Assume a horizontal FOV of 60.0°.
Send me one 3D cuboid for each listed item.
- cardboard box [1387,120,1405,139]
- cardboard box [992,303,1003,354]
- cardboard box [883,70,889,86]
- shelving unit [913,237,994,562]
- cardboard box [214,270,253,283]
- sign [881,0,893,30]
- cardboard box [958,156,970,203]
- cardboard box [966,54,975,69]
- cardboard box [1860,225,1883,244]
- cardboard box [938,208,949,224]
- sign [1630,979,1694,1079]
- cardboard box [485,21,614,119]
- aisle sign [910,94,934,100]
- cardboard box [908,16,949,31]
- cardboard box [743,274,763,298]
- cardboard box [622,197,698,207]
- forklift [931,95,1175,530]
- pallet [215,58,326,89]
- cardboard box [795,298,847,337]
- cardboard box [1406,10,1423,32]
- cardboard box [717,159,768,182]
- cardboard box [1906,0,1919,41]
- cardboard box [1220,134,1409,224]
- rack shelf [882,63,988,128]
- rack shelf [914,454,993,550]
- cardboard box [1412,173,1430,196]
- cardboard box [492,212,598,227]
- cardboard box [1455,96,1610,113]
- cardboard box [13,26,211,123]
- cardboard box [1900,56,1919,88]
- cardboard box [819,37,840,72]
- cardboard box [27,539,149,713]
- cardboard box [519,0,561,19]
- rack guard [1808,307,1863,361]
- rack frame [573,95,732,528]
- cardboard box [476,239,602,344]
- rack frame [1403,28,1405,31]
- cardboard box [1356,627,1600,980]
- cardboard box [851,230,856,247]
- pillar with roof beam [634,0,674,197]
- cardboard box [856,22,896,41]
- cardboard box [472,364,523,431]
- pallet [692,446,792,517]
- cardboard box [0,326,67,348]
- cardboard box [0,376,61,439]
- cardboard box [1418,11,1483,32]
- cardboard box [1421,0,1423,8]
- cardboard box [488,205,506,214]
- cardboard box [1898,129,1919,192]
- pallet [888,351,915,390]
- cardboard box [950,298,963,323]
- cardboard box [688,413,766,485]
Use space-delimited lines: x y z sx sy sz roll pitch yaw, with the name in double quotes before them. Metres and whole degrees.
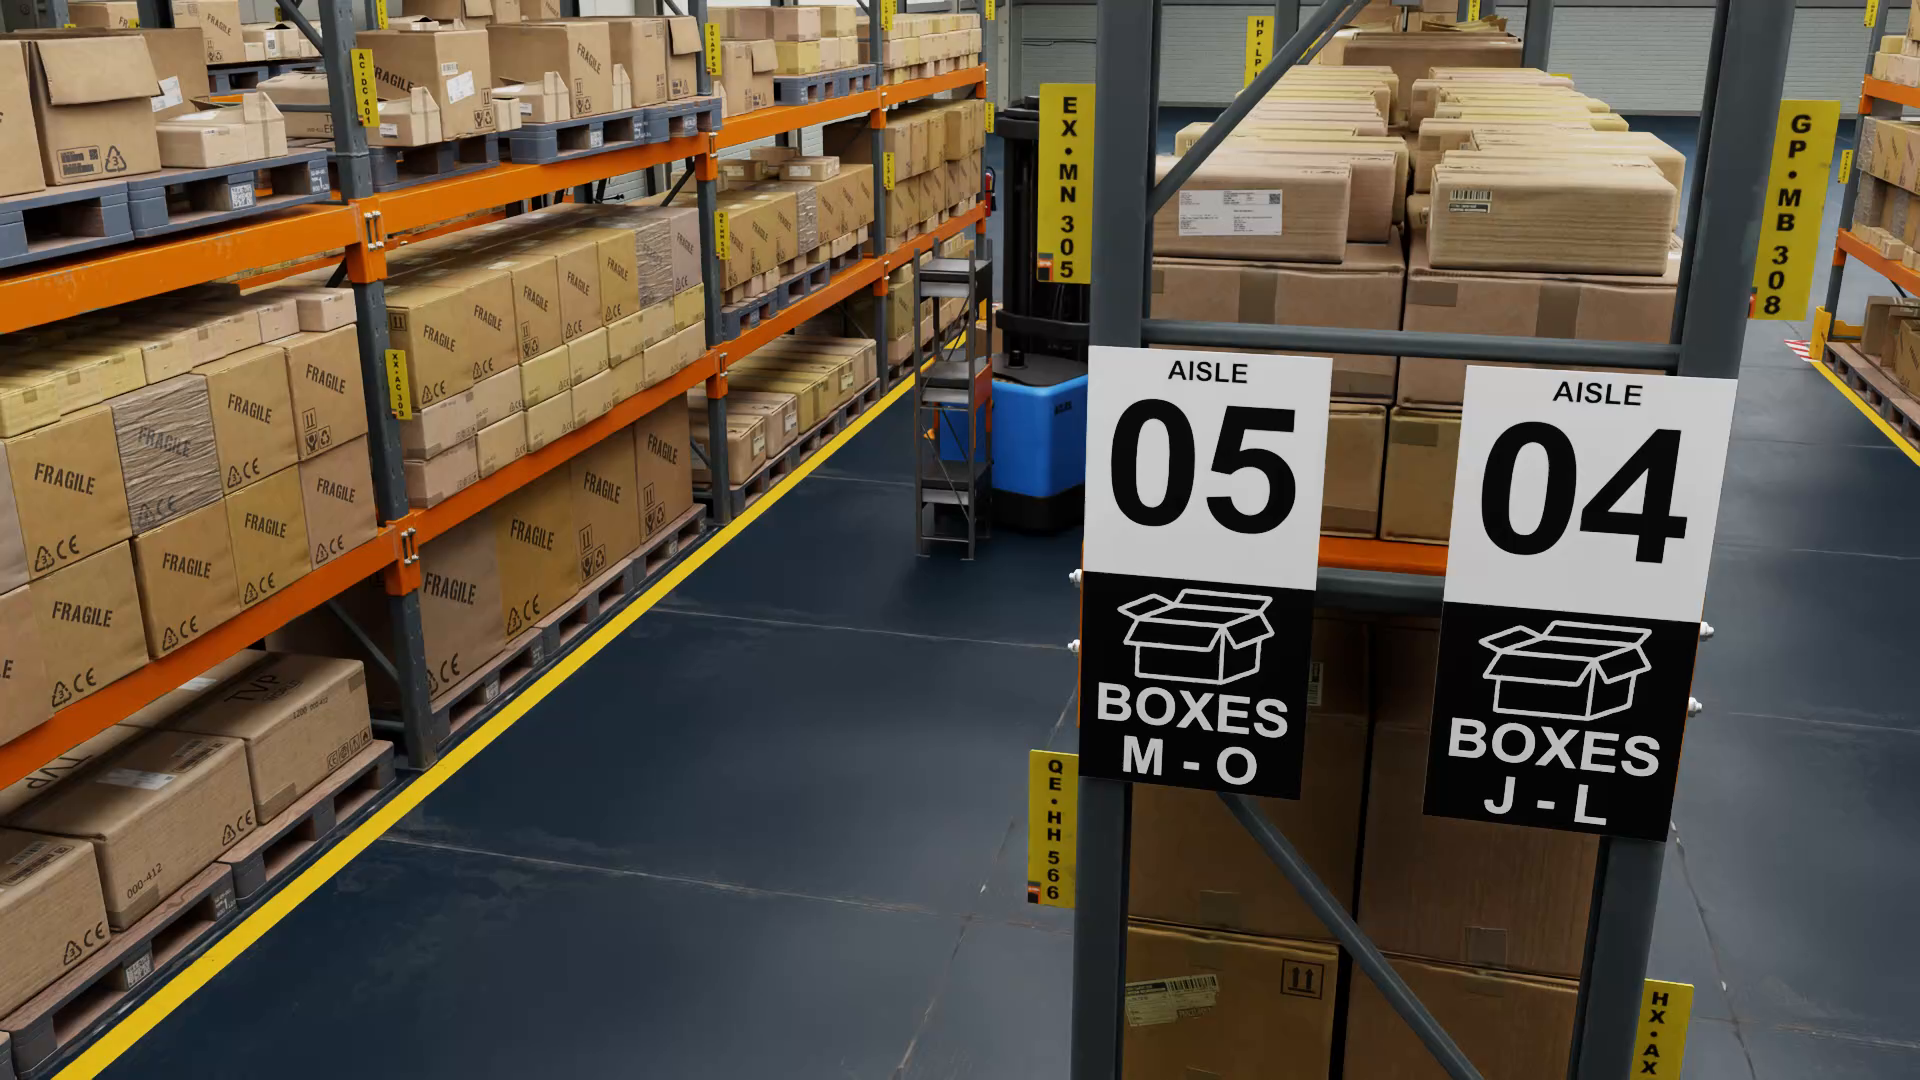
"cardboard box" 1.213 -1.252 5.532 0.500 0.250 0.500 5 19 13
"cardboard box" 0.553 -1.866 15.206 0.500 0.500 0.500 5 19 13
"cardboard box" -0.863 -4.202 15.096 0.380 0.149 0.250 4 19 13
"shelving unit" -0.040 -0.942 11.196 0.431 2.100 0.503 5 19 13
"cardboard box" -6.379 -2.327 14.092 0.500 0.250 0.500 4 19 12
"sign" -0.641 -4.630 14.551 0.100 0.325 0.005 5 19 13
"cardboard box" -0.195 -3.915 17.895 0.500 0.500 0.500 5 19 14
"cardboard box" -0.048 -5.162 17.907 0.380 0.149 0.250 5 19 14
"cardboard box" 8.951 -2.950 16.071 0.380 0.149 0.250 5 19 13
"cardboard box" -0.331 -3.416 17.437 0.380 0.149 0.250 4 19 13
"sign" 1.239 0.932 2.980 0.100 0.325 0.005 5 19 13
"cardboard box" -2.307 -2.658 9.385 0.500 0.500 0.500 5 19 14
"aisle sign" -0.488 -5.350 18.687 0.394 0.787 0.004 5 19 13
"cardboard box" -0.322 -5.313 17.117 0.380 0.149 0.250 5 19 13
"cardboard box" -1.684 -1.903 12.358 0.380 0.149 0.250 3 19 10
"cardboard box" -2.200 -2.282 12.464 0.500 0.500 0.500 4 19 13
"forklift" 1.066 -1.868 12.621 1.130 2.935 3.031 13 23 34
"pallet" -6.197 -4.264 15.186 0.805 0.209 1.217 4 19 11
"cardboard box" -1.296 -2.281 16.169 0.500 0.500 0.500 4 19 13
"cardboard box" 4.157 -4.487 14.511 0.500 0.250 0.500 4 19 13
"cardboard box" -1.803 -3.048 13.701 0.380 0.149 0.250 6 20 16
"cardboard box" 8.782 -4.693 14.758 0.500 0.500 0.500 5 19 13
"cardboard box" 0.726 -0.753 3.451 0.380 0.149 0.250 4 19 12
"rack shelf" -0.691 -4.528 16.775 1.077 0.370 4.000 5 19 13
"rack shelf" -0.040 -0.266 11.427 0.431 0.518 0.480 5 19 13
"cardboard box" 1.334 -0.725 3.986 0.500 0.250 0.500 5 19 14
"cardboard box" -2.627 -1.797 10.607 0.500 0.500 0.500 5 19 14
"cardboard box" 1.546 -1.121 4.529 0.380 0.149 0.250 4 19 12
"cardboard box" -3.482 -1.859 6.891 0.500 0.500 0.500 5 19 14
"cardboard box" 8.794 -4.194 14.916 0.500 0.250 0.500 5 19 13
"cardboard box" -1.311 -4.016 13.747 0.500 0.250 0.500 5 19 14
"cardboard box" -3.372 0.287 6.051 0.500 0.500 0.500 5 20 15
"cardboard box" -4.889 -6.021 19.076 0.500 0.500 0.500 5 20 15
"rack guard" 9.388 -2.086 17.022 1.175 0.500 0.348 5 19 13
"rack frame" -2.157 -1.568 11.638 1.000 3.000 0.127 5 19 13
"cardboard box" -2.406 -1.431 9.536 0.500 0.500 0.500 4 19 12
"rack frame" 4.622 -6.555 16.958 1.000 3.000 0.127 5 19 13
"cardboard box" 1.080 0.518 3.370 0.500 0.500 0.500 5 19 13
"cardboard box" -1.120 -2.637 14.507 0.380 0.149 0.250 4 19 12
"pillar with roof beam" -0.420 -8.699 23.233 9.100 9.000 0.400 5 19 13
"cardboard box" -0.786 -4.573 14.949 0.380 0.149 0.250 4 19 12
"cardboard box" -2.653 -0.761 8.734 0.500 0.250 0.500 5 19 14
"pallet" -1.965 -0.493 12.805 1.003 0.211 1.213 5 19 13
"cardboard box" -3.745 -0.744 6.521 0.380 0.149 0.250 4 19 12
"cardboard box" -3.337 -0.460 5.689 0.380 0.149 0.250 4 19 12
"cardboard box" 2.821 -2.891 9.530 0.396 0.266 0.258 5 19 13
"cardboard box" 4.373 -4.873 15.023 0.380 0.149 0.250 5 19 13
"cardboard box" -5.255 -3.858 18.187 0.500 0.500 0.500 5 19 14
"cardboard box" 8.642 -3.333 14.644 0.500 0.500 0.500 5 19 13
"pallet" -1.050 -1.716 16.384 1.003 0.211 1.213 5 19 13
"cardboard box" -0.274 -2.537 18.078 0.500 0.250 0.500 5 19 14
"cardboard box" -2.010 -0.700 12.511 0.950 0.372 0.625 3 19 10
